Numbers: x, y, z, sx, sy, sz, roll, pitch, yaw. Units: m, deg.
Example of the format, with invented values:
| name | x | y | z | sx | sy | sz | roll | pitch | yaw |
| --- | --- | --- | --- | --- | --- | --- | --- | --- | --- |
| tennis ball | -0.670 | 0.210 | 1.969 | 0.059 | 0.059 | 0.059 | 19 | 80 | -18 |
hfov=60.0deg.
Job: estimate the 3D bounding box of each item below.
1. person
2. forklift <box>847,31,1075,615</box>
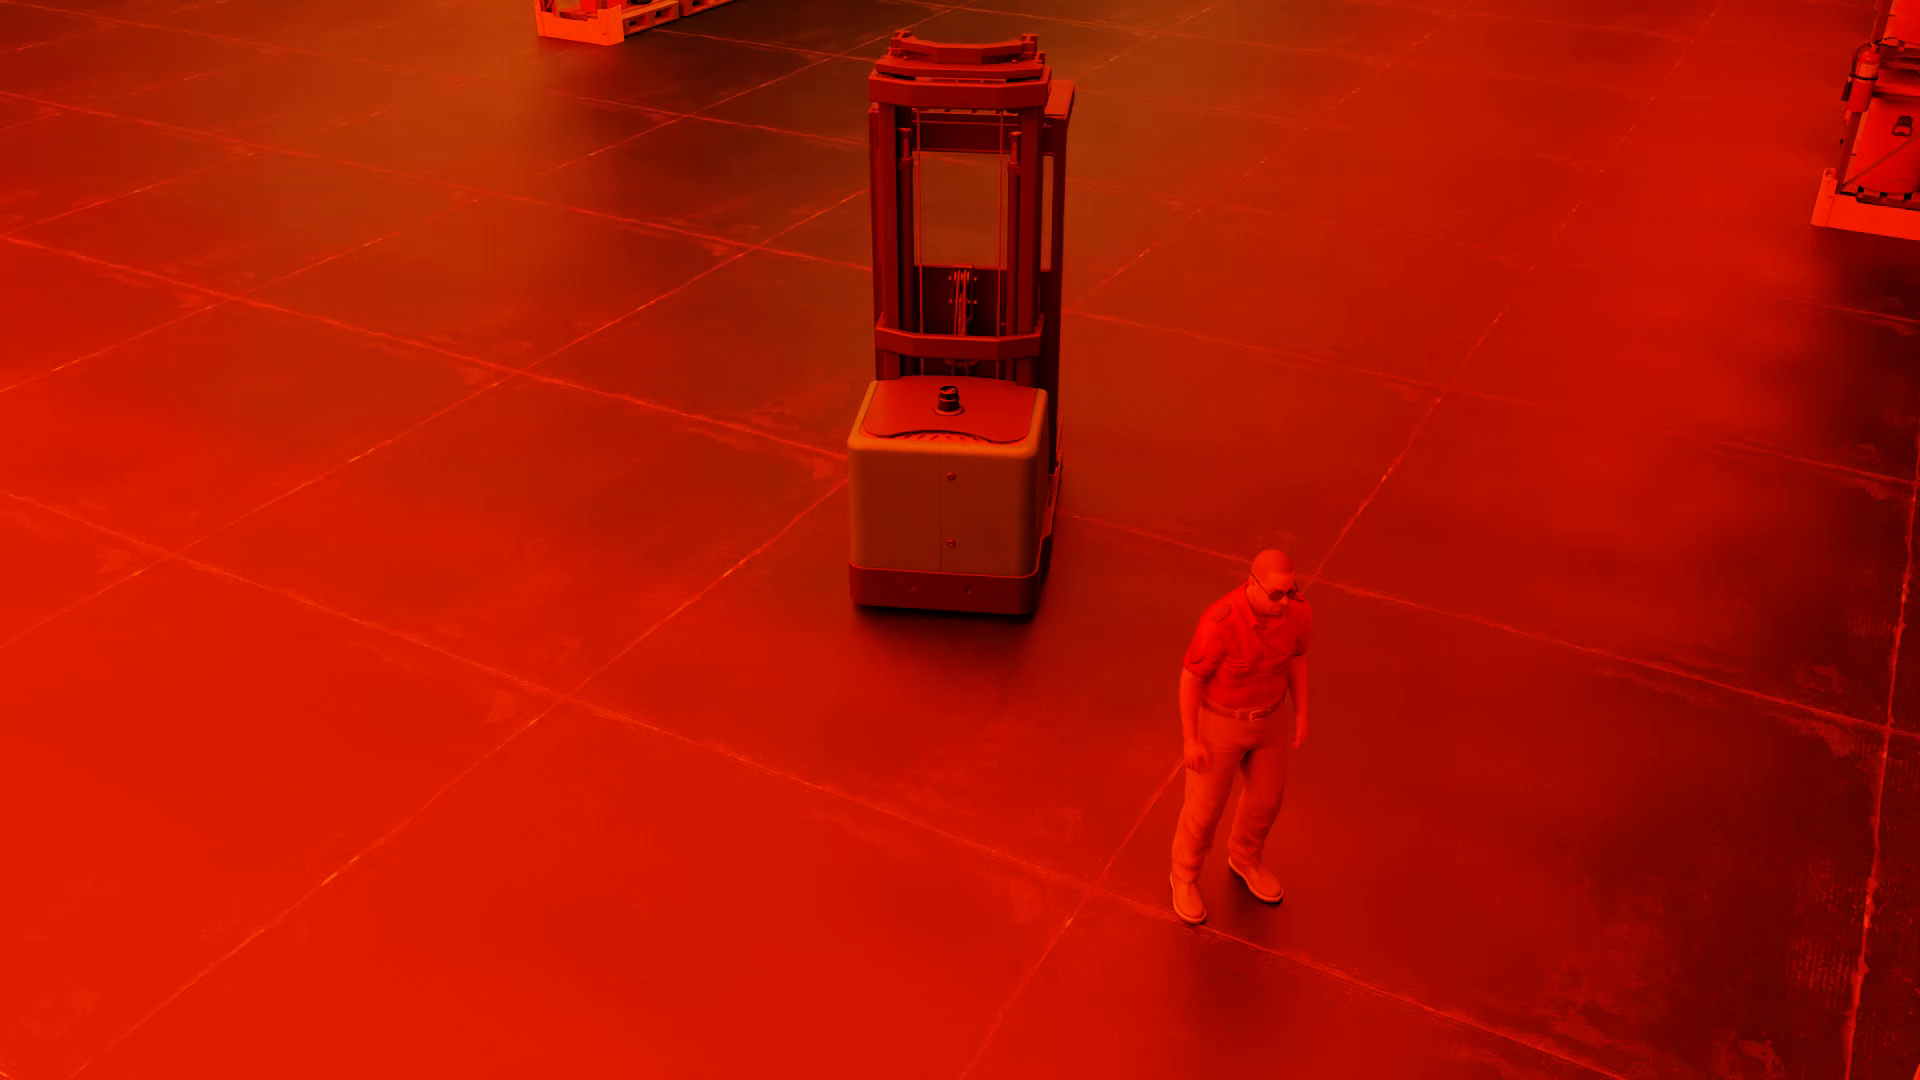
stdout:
| name | x | y | z | sx | sy | sz | roll | pitch | yaw |
| --- | --- | --- | --- | --- | --- | --- | --- | --- | --- |
| person | 1.180 | 0.776 | 6.929 | 0.599 | 1.727 | 0.388 | -11 | 32 | -18 |
| forklift | 0.072 | -1.572 | 9.794 | 1.130 | 2.935 | 3.031 | 3 | 30 | 6 |
